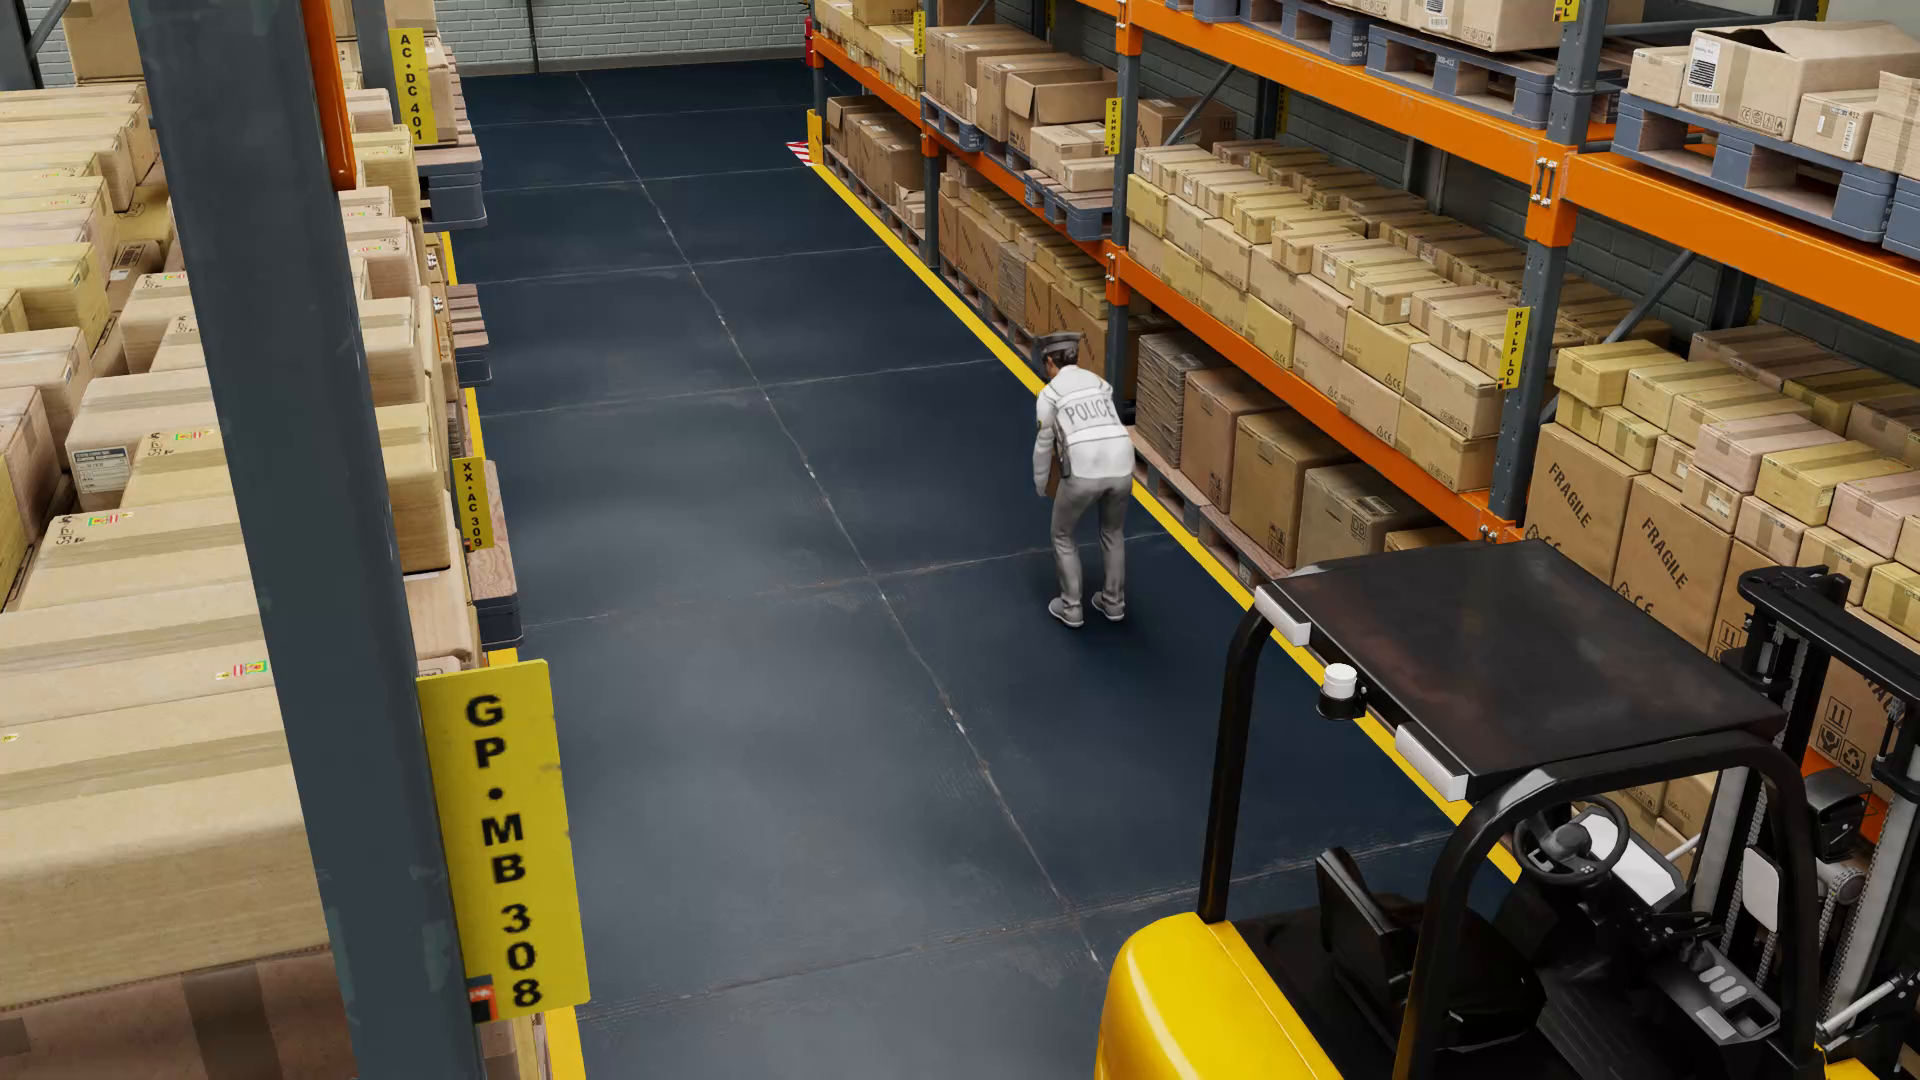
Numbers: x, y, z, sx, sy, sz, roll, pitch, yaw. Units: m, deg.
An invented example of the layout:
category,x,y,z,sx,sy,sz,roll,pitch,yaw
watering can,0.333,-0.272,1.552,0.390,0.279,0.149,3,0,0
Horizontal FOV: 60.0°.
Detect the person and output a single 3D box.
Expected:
category,x,y,z,sx,sy,sz,roll,pitch,yaw
person,0.601,-0.323,8.528,0.414,1.433,0.796,-9,28,-17
